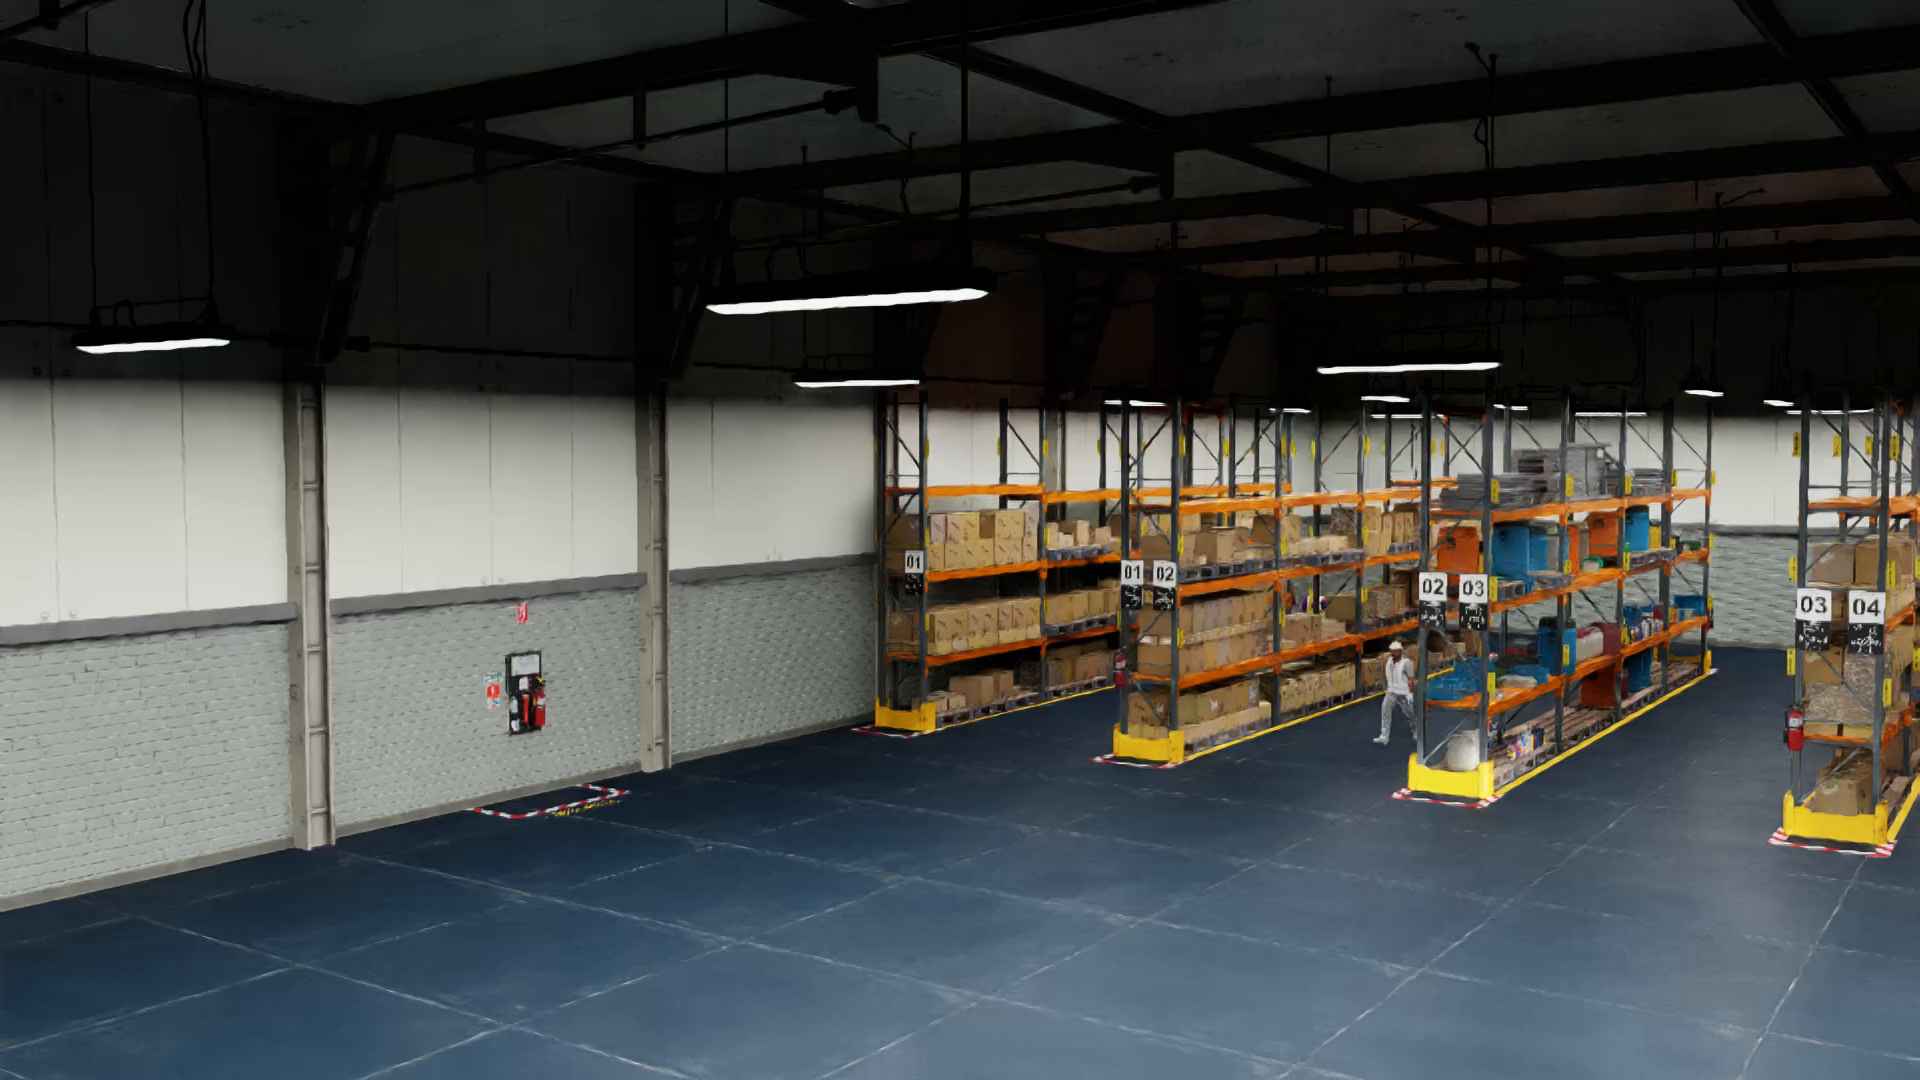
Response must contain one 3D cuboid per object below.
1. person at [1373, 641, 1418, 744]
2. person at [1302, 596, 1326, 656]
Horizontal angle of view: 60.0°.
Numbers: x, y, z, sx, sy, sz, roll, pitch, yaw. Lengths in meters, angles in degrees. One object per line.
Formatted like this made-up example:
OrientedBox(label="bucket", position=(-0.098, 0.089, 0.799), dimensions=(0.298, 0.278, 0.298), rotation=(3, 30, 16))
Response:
OrientedBox(label="person", position=(7.436, 2.574, 28.096), dimensions=(0.951, 1.746, 0.591), rotation=(-3, 4, -39))
OrientedBox(label="person", position=(8.529, 1.938, 39.944), dimensions=(0.719, 1.714, 0.578), rotation=(2, 4, 32))
